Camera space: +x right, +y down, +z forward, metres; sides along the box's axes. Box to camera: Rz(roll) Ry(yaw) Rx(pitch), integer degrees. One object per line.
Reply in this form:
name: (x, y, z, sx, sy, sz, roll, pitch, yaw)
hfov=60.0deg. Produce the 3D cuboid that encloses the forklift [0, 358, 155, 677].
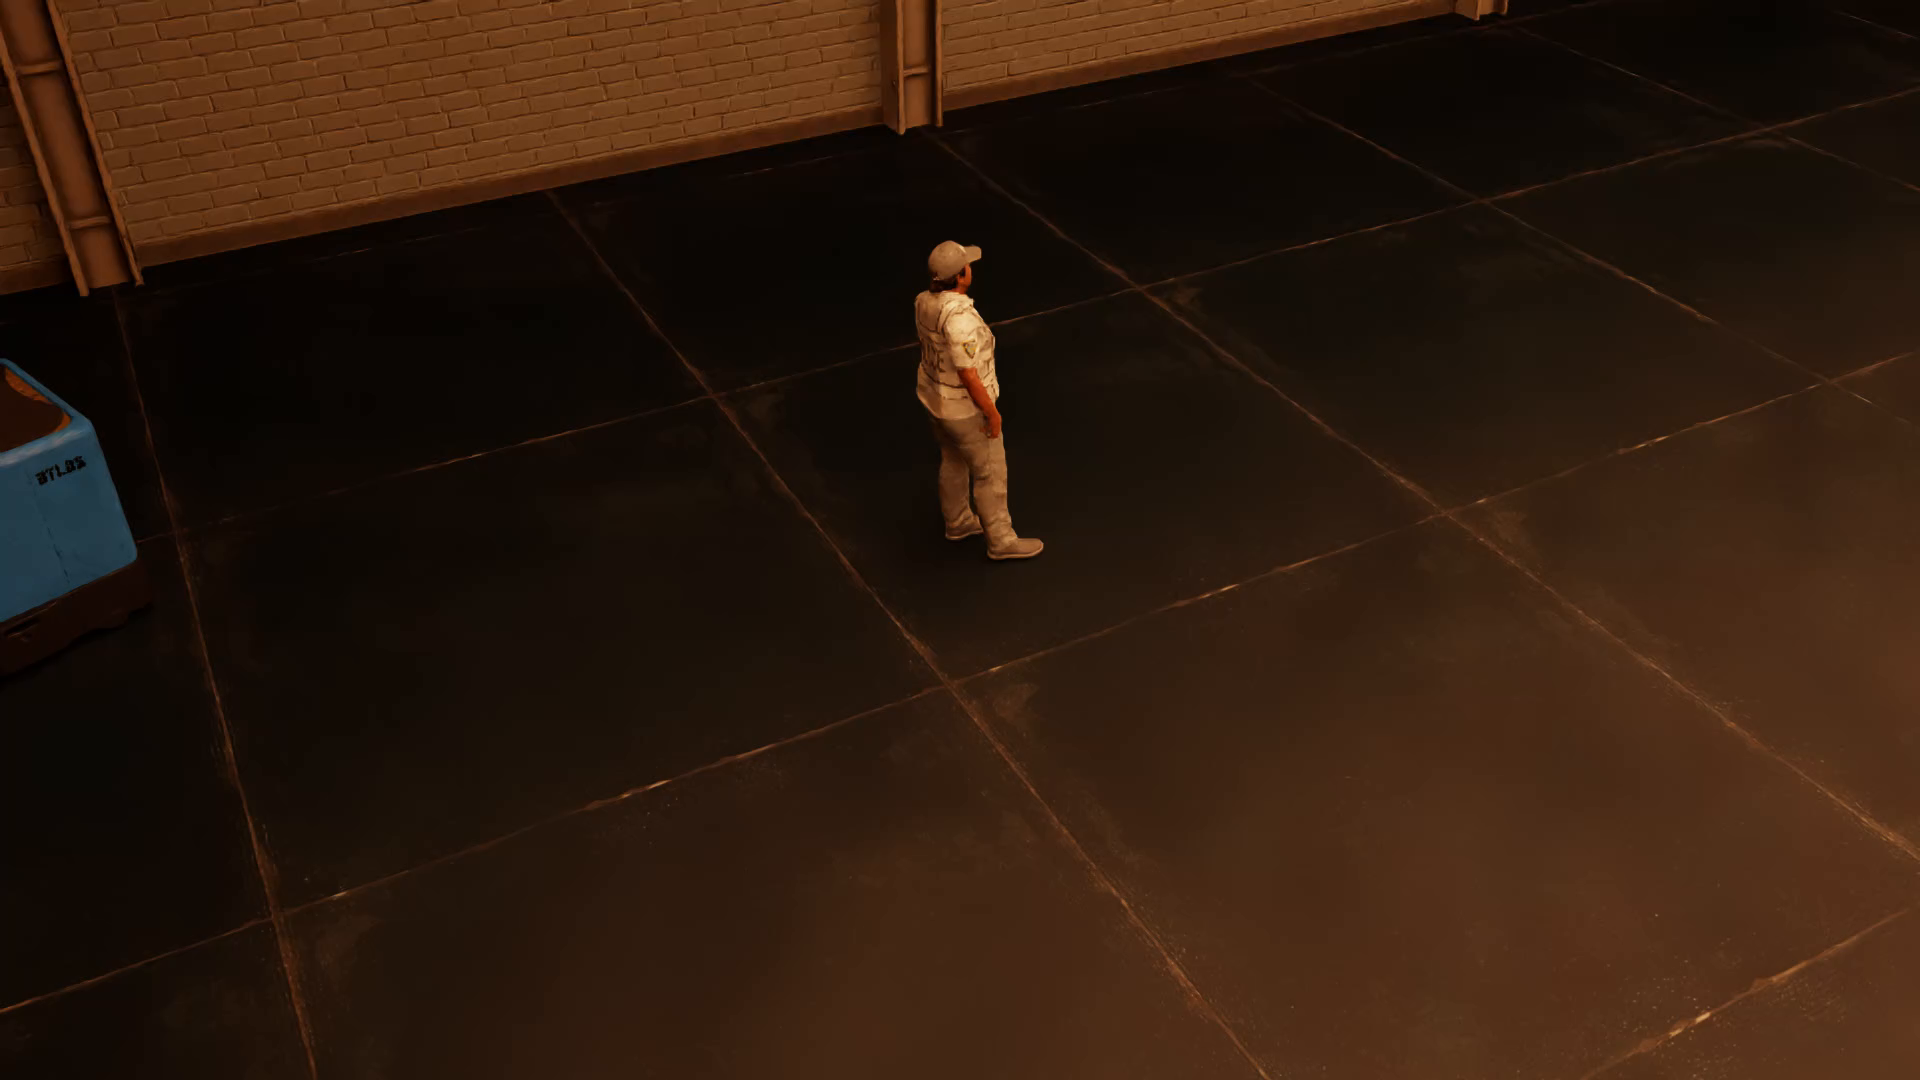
forklift: (-5.305, -0.411, 6.705, 1.130, 2.935, 3.031, 27, 44, 33)

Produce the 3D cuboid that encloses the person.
person: (0.078, -0.696, 8.190, 0.529, 1.669, 0.598, -17, 39, -23)
